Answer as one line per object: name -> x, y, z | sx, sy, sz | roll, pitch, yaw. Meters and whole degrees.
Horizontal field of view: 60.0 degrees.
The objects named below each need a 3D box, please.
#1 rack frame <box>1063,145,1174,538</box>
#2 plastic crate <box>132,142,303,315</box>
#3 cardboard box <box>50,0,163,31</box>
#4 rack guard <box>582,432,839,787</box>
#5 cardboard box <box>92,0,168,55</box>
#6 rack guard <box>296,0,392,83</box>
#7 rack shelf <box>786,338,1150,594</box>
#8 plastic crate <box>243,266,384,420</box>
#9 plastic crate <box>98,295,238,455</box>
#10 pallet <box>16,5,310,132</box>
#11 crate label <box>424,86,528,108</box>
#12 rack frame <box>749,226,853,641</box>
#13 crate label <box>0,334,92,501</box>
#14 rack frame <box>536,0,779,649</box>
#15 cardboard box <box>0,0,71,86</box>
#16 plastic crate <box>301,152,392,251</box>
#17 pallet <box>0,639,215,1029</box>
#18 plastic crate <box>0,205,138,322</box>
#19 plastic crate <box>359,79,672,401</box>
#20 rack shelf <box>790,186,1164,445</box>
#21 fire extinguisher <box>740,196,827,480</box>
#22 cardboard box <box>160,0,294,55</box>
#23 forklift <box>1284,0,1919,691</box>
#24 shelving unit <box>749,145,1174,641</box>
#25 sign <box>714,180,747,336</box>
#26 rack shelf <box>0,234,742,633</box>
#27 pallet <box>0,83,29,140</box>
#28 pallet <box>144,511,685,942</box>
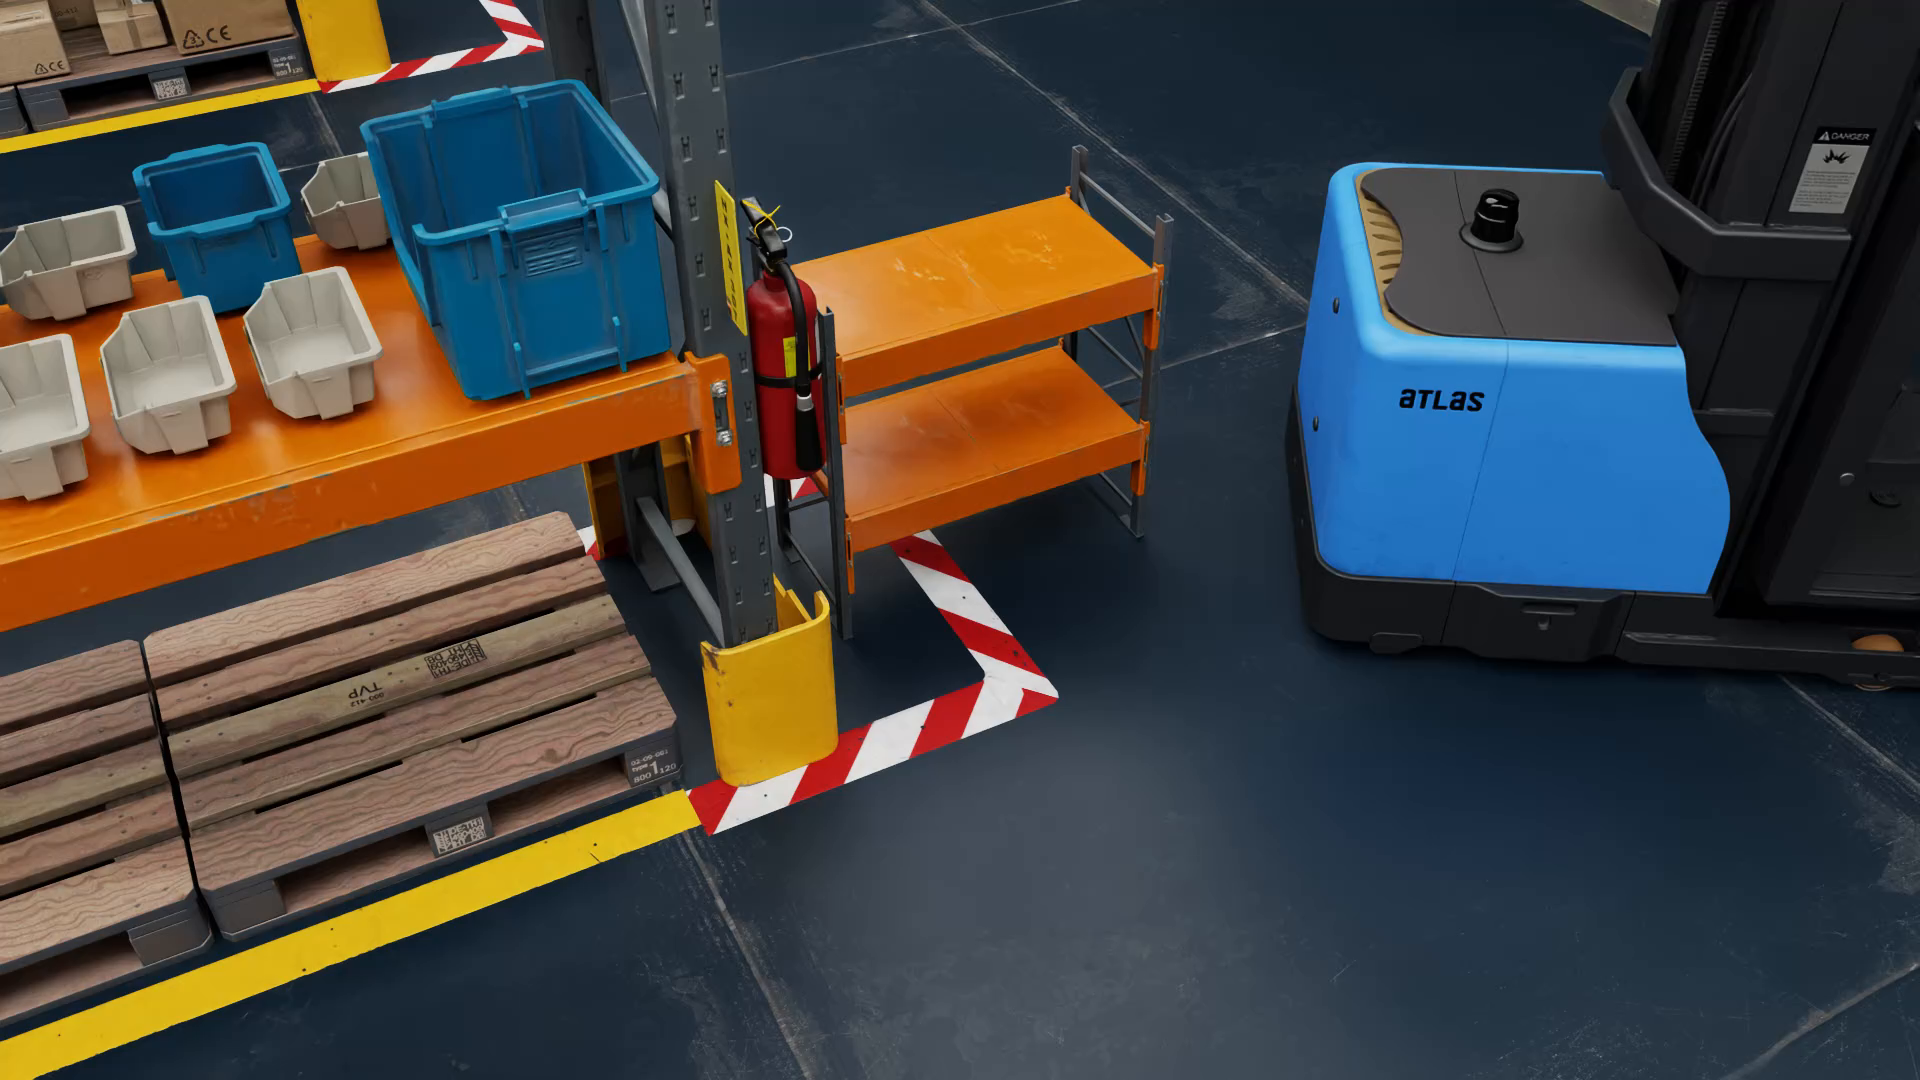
rack frame -> 0.457, -0.583, 5.068 | 0.032, 1.125, 0.500 | -19, 44, -21
plastic crate -> -1.705, -0.715, 3.857 | 0.300, 0.233, 0.416 | -19, 44, -21
cardboard box -> -4.091, -2.647, 7.843 | 0.500, 0.250, 0.500 | -19, 44, -21
rack guard -> -0.735, 0.102, 4.743 | 0.348, 0.500, 1.175 | -19, 44, -21
cardboard box -> -3.804, -2.391, 7.606 | 0.250, 0.166, 0.380 | -19, 44, -21
rack guard -> -3.102, -2.701, 8.054 | 0.348, 0.500, 1.175 | -19, 44, -21
rack shelf -> 0.006, -0.245, 5.047 | 1.000, 0.278, 0.538 | -19, 44, -21
plastic crate -> -1.390, -0.413, 3.574 | 0.243, 0.136, 0.396 | -19, 44, -21
plastic crate -> -1.653, -0.335, 3.482 | 0.243, 0.136, 0.396 | -19, 44, -21
pallet -> -3.809, -2.352, 7.865 | 1.213, 0.211, 1.003 | -19, 44, -21
crate label -> -1.121, -0.912, 4.089 | 0.303, 0.233, 0.416 | -19, 44, -21
rack frame -> -0.445, -0.280, 4.710 | 0.032, 1.125, 0.500 | -19, 44, -21
crate label -> -1.889, -0.238, 3.367 | 0.243, 0.136, 0.396 | -19, 44, -21
rack frame -> -0.750, -0.838, 3.918 | 0.127, 3.000, 1.000 | -19, 44, -21
cardboard box -> -4.260, -2.226, 7.346 | 0.500, 0.250, 0.500 | -19, 44, -21
plastic crate -> -1.444, -0.827, 4.063 | 0.298, 0.136, 0.250 | -19, 44, -21
pallet -> -2.580, 0.812, 4.128 | 1.213, 0.211, 1.003 | -19, 44, -21
plastic crate -> -2.045, -0.624, 3.824 | 0.298, 0.136, 0.250 | -19, 44, -21
plastic crate -> -0.961, -0.667, 3.643 | 0.499, 0.435, 0.616 | -19, 44, -21
rack shelf -> 0.006, -0.655, 4.700 | 1.000, 0.278, 0.538 | -19, 44, -21
fire extinguisher -> -0.406, -0.451, 3.809 | 0.183, 0.674, 0.296 | -19, 44, -21
cardboard box -> -3.403, -2.588, 7.580 | 0.500, 0.500, 0.500 | -19, 44, -21
forklift -> 2.553, -1.038, 4.207 | 3.031, 2.935, 1.130 | 3, 40, 3
shelving unit -> 0.006, -0.431, 4.889 | 1.048, 1.125, 0.538 | -19, 44, -21
sign -> -0.481, -0.590, 3.499 | 0.005, 0.325, 0.100 | -19, 44, -21
rack shelf -> -2.524, 0.034, 3.445 | 4.000, 0.370, 1.077 | -19, 44, -21
pallet -> -4.889, -1.990, 7.438 | 1.213, 0.211, 1.003 | -19, 44, -21
pallet -> -1.499, 0.450, 4.555 | 1.213, 0.211, 1.003 | -19, 44, -21
